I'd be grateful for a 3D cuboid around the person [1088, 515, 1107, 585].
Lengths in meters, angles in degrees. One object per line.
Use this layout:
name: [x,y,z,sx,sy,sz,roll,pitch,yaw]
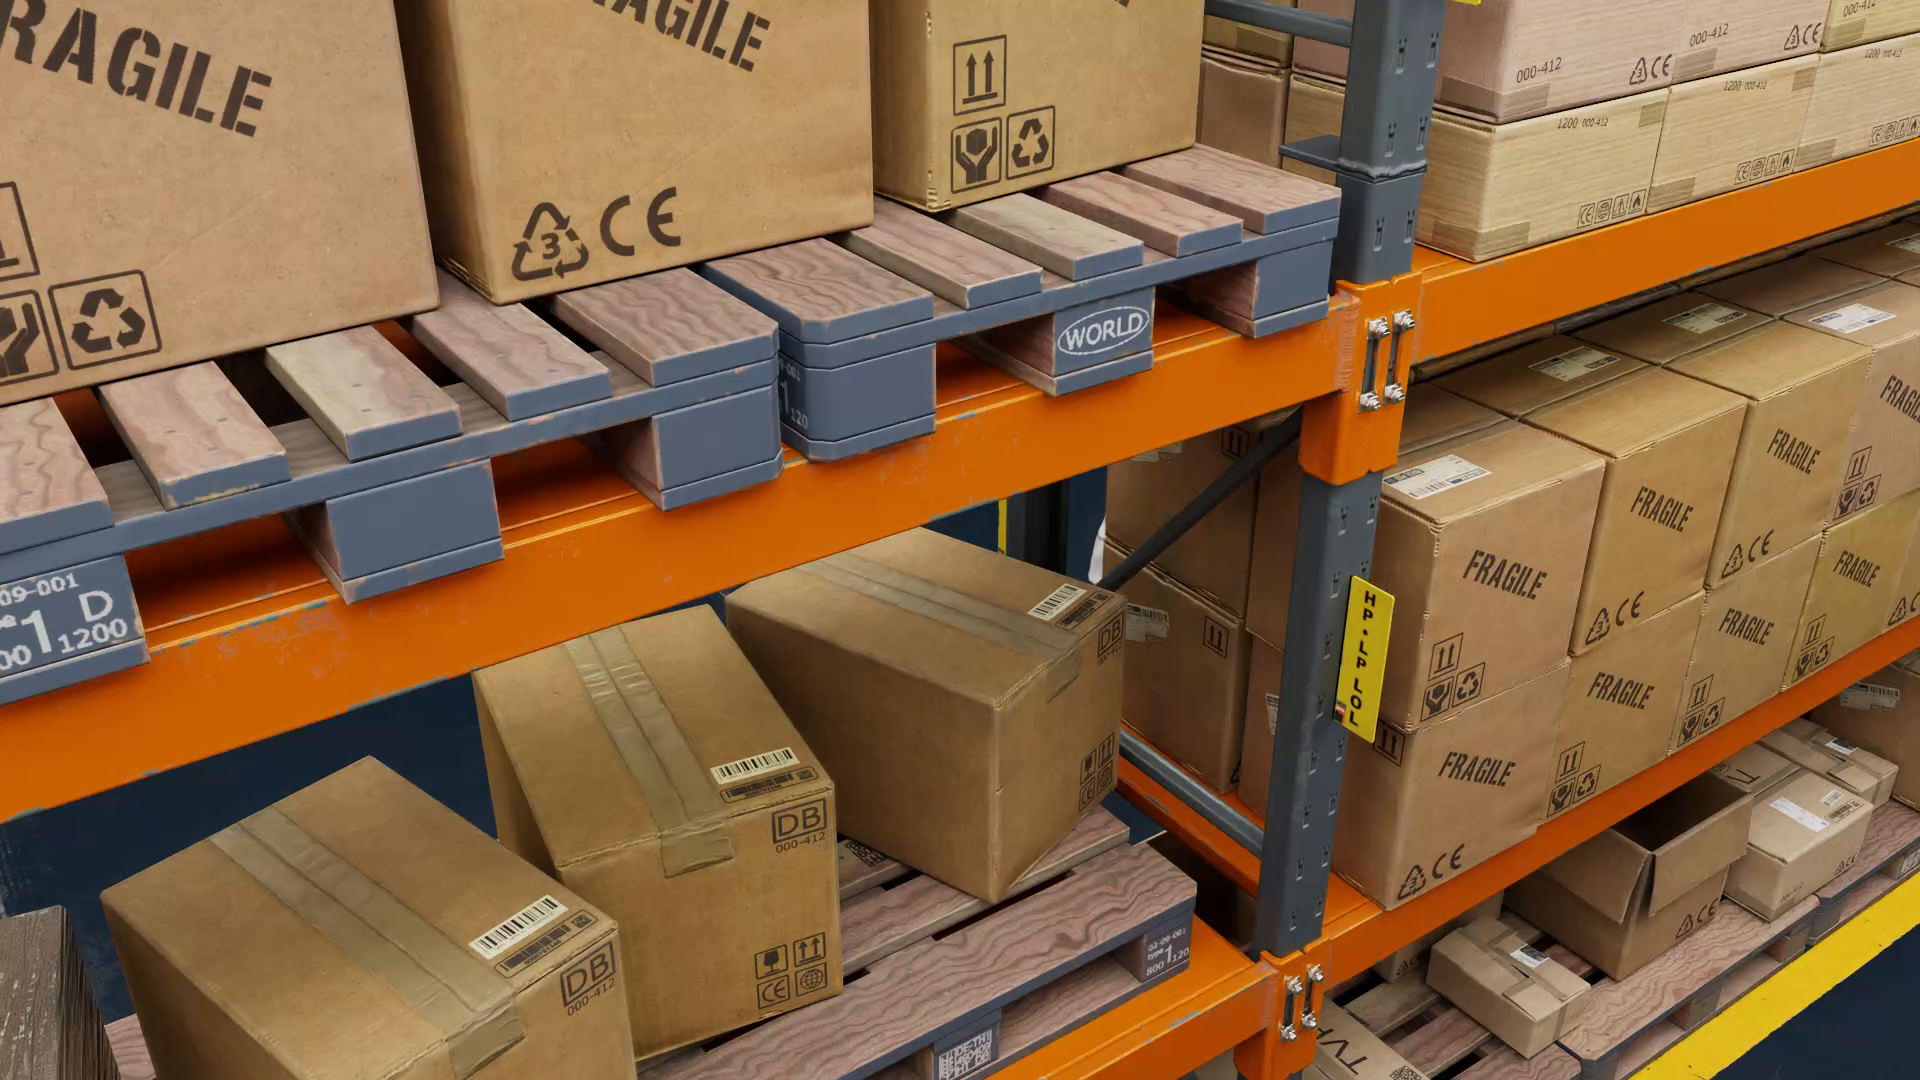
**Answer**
person: [0.761,0.121,6.032,0.609,1.633,0.575,-16,32,-27]
